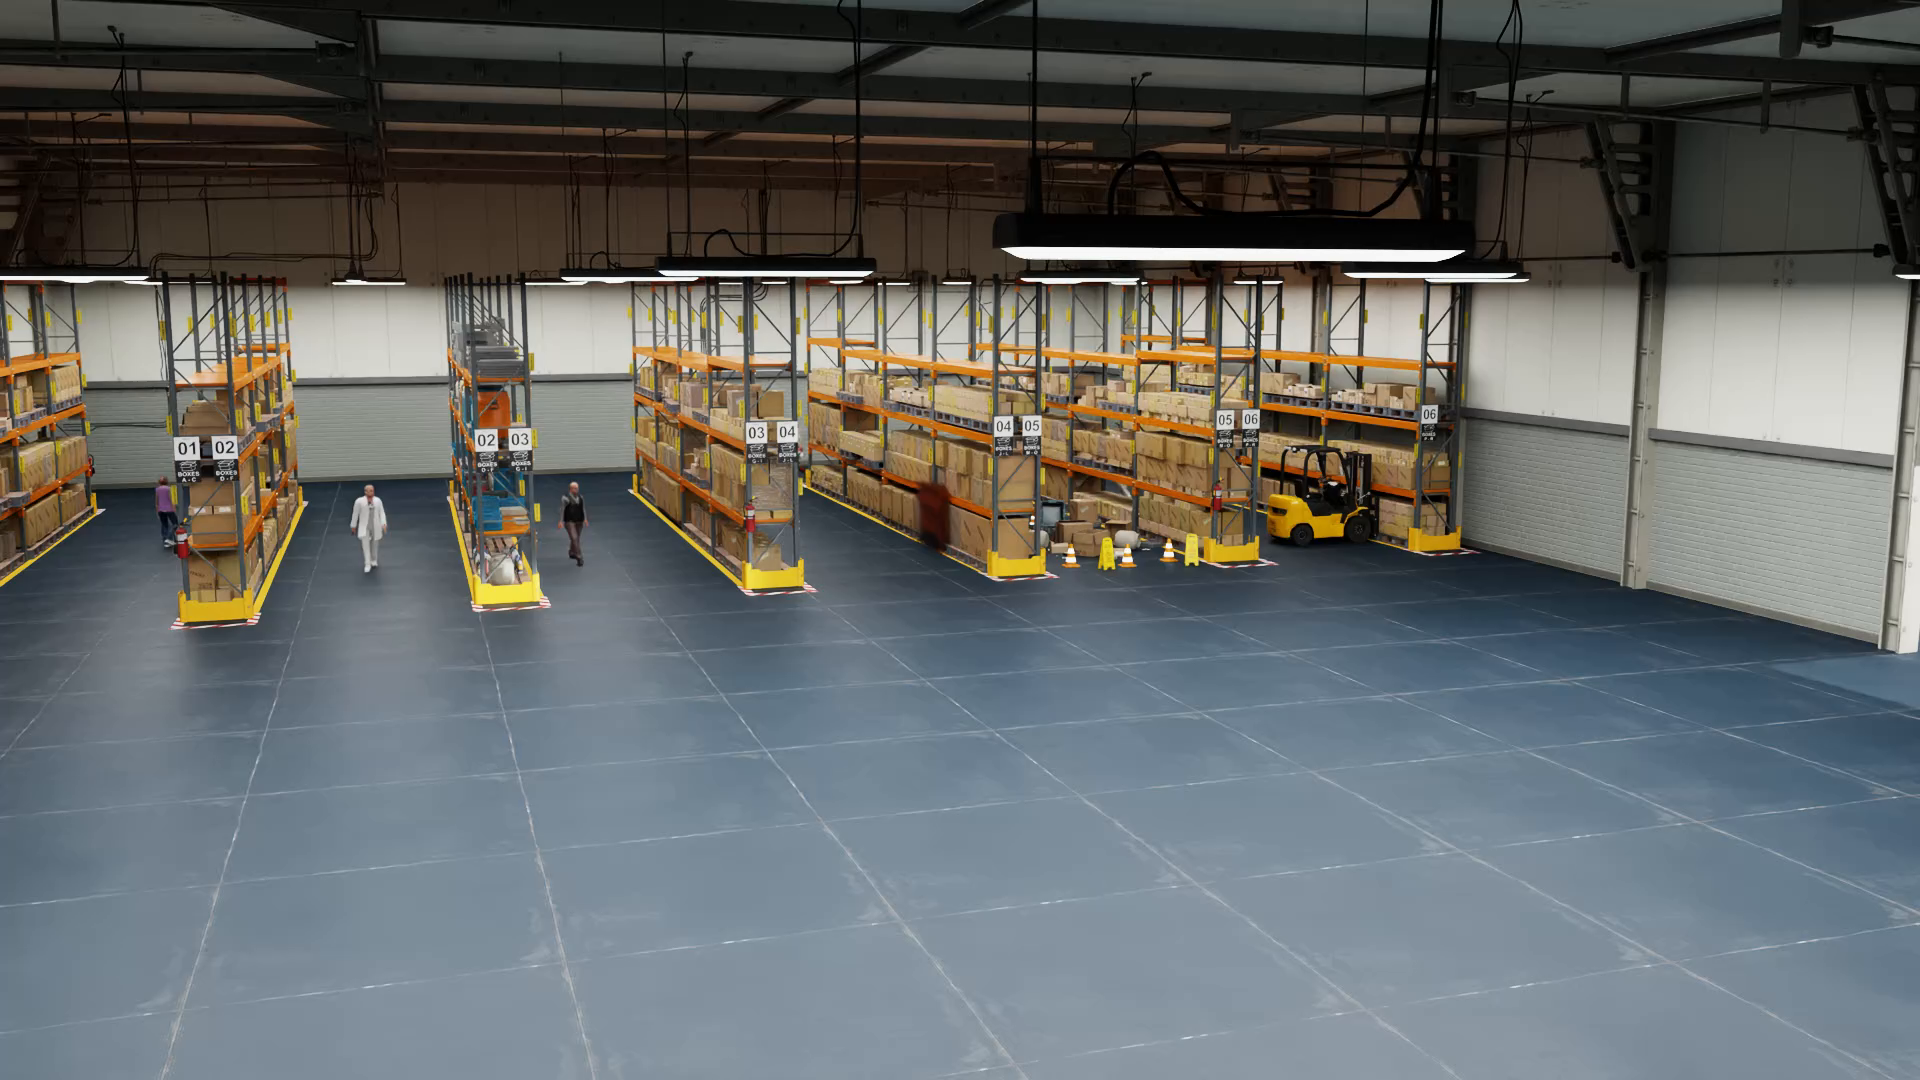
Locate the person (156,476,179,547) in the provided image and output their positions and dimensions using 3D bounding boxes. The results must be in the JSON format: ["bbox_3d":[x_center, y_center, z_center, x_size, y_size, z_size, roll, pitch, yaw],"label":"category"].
[{"bbox_3d":[-17.660,-0.624,36.948,0.450,1.598,0.445,1,9,7],"label":"person"}]

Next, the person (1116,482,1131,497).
[{"bbox_3d":[4.479,-1.865,45.002,0.508,1.646,0.578,-8,12,-43],"label":"person"}]

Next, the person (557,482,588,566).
[{"bbox_3d":[-8.061,-0.365,34.819,0.634,1.690,0.945,-7,11,-41],"label":"person"}]

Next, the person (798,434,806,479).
[{"bbox_3d":[-4.862,-2.579,49.323,0.975,1.749,0.514,-7,11,-41],"label":"person"}]

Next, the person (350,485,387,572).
[{"bbox_3d":[-12.053,-0.263,33.915,0.690,1.718,1.114,-5,10,-28],"label":"person"}]
